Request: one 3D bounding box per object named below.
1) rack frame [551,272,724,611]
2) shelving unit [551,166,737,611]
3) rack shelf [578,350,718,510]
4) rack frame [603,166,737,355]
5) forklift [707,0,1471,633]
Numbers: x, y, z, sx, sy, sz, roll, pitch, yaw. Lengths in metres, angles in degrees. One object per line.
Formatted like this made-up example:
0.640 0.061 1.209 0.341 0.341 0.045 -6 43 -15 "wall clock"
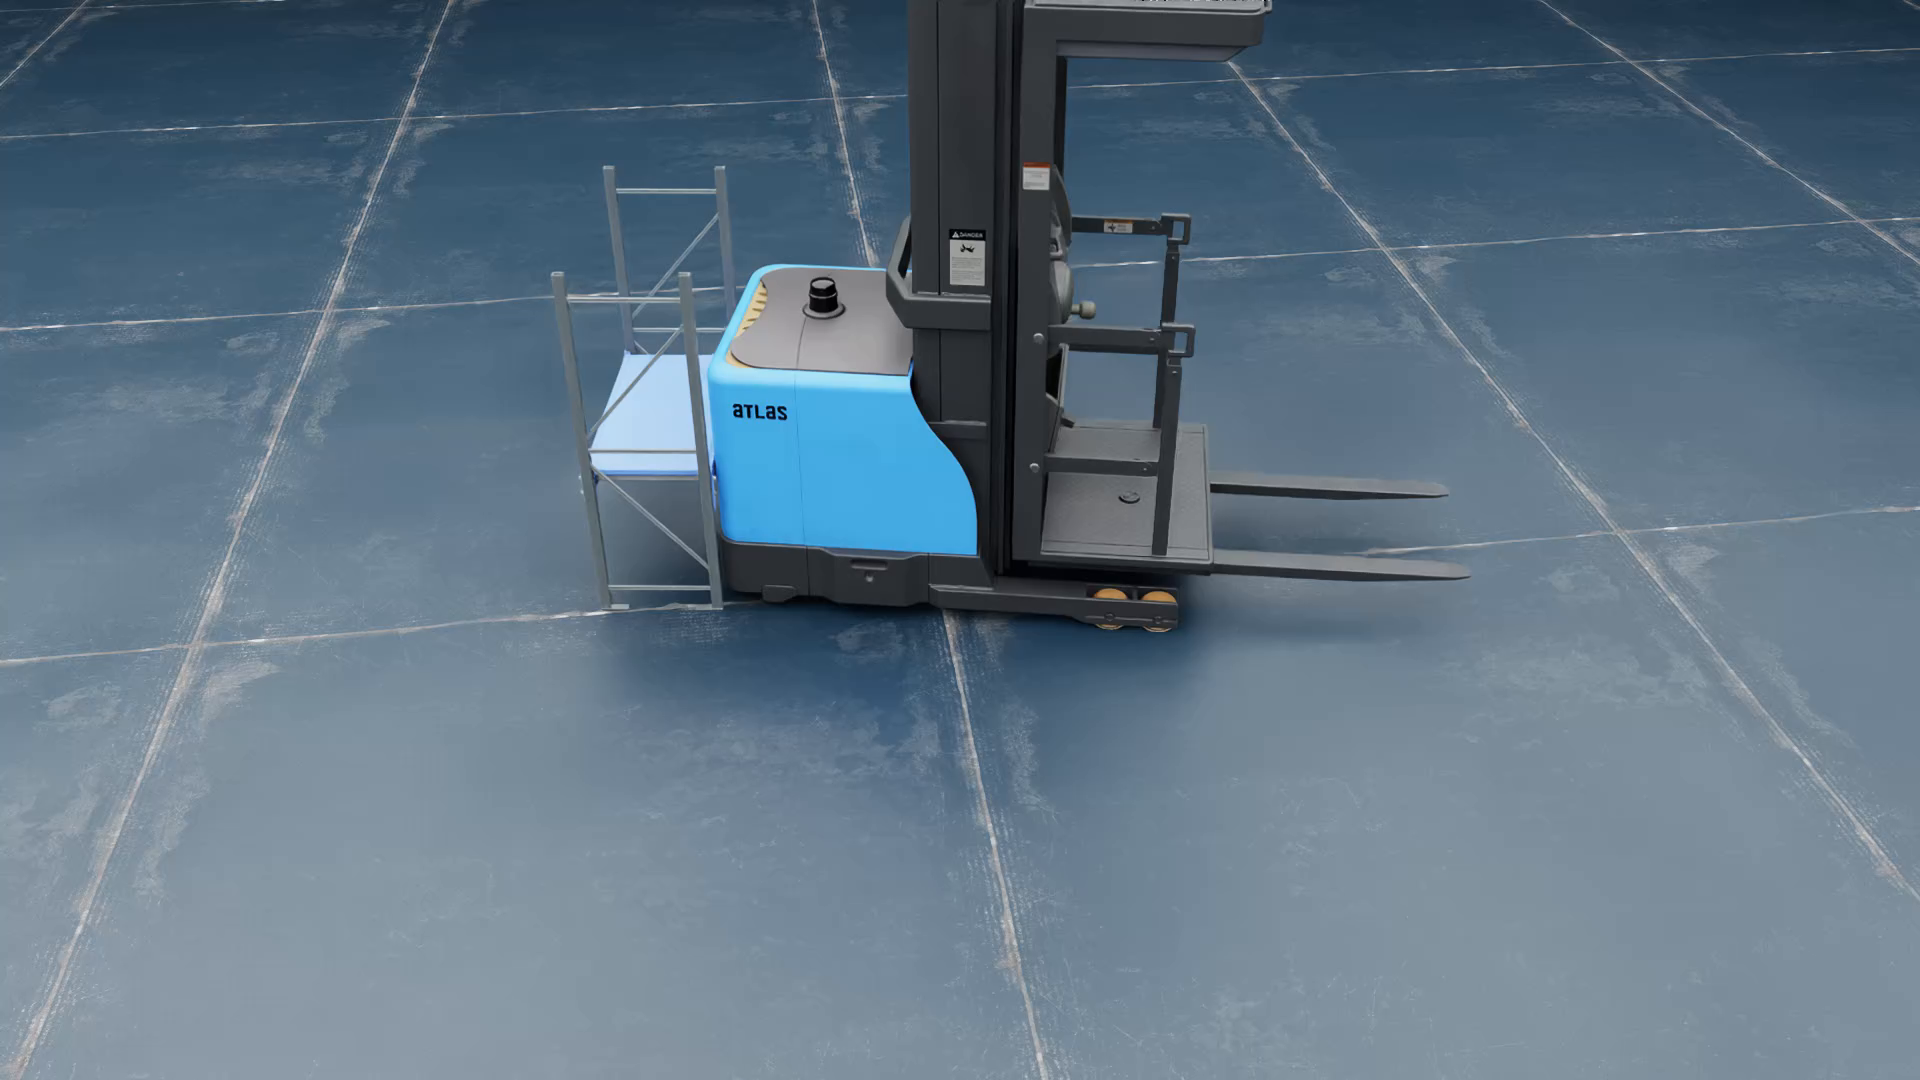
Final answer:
-1.223 -0.339 6.416 0.500 1.500 0.032 0 34 0 "rack frame"
-1.219 -0.625 6.836 0.538 1.500 1.048 0 34 0 "shelving unit"
-1.219 -0.477 6.937 0.538 0.185 1.000 0 34 0 "rack shelf"
-1.216 -0.911 7.256 0.500 1.500 0.032 0 34 0 "rack frame"
0.568 -1.153 6.340 3.031 2.935 1.130 3 34 5 "forklift"
